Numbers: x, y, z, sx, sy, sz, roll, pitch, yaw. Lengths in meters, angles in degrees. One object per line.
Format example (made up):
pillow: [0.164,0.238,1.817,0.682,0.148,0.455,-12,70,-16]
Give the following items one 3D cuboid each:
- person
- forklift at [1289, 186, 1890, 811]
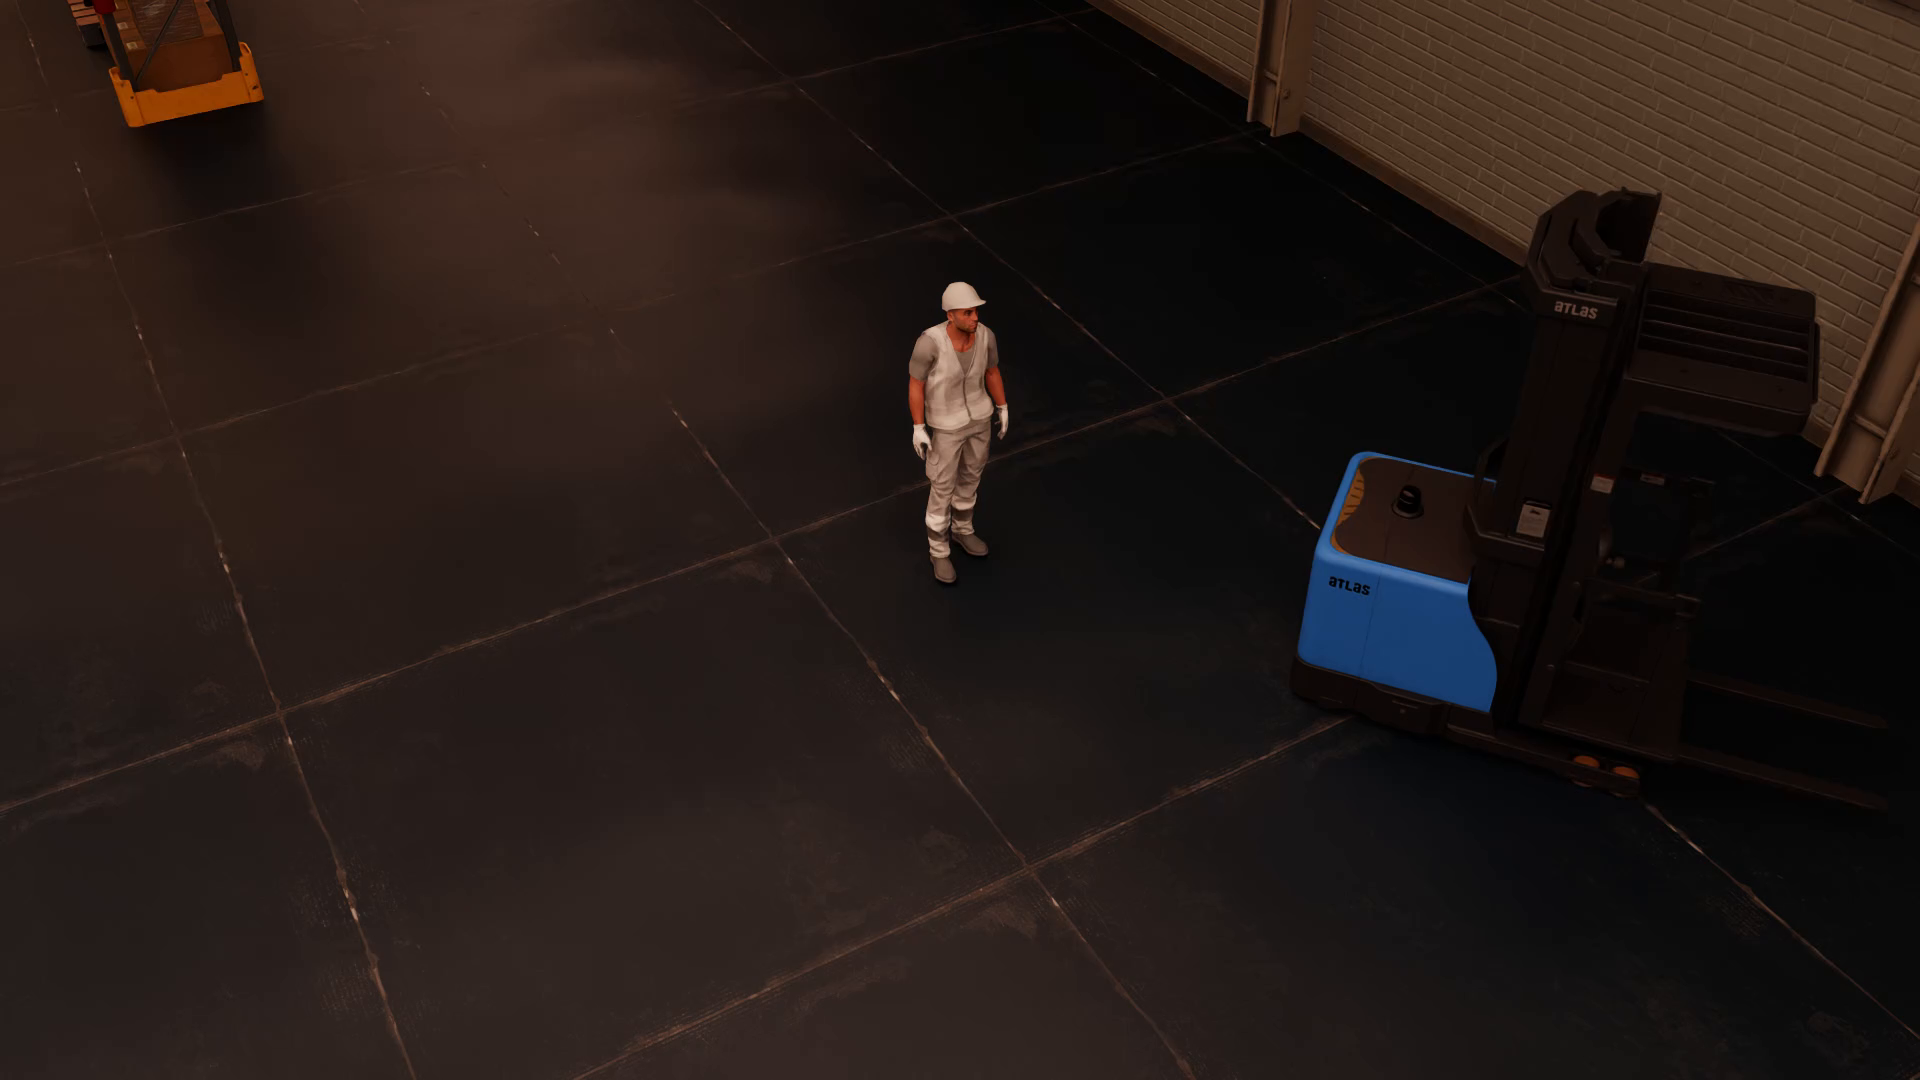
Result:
person: [0.029,-0.646,9.698,0.637,1.787,0.564,-20,44,-23]
forklift: [3.398,-0.169,8.240,3.031,2.935,1.130,15,42,17]
